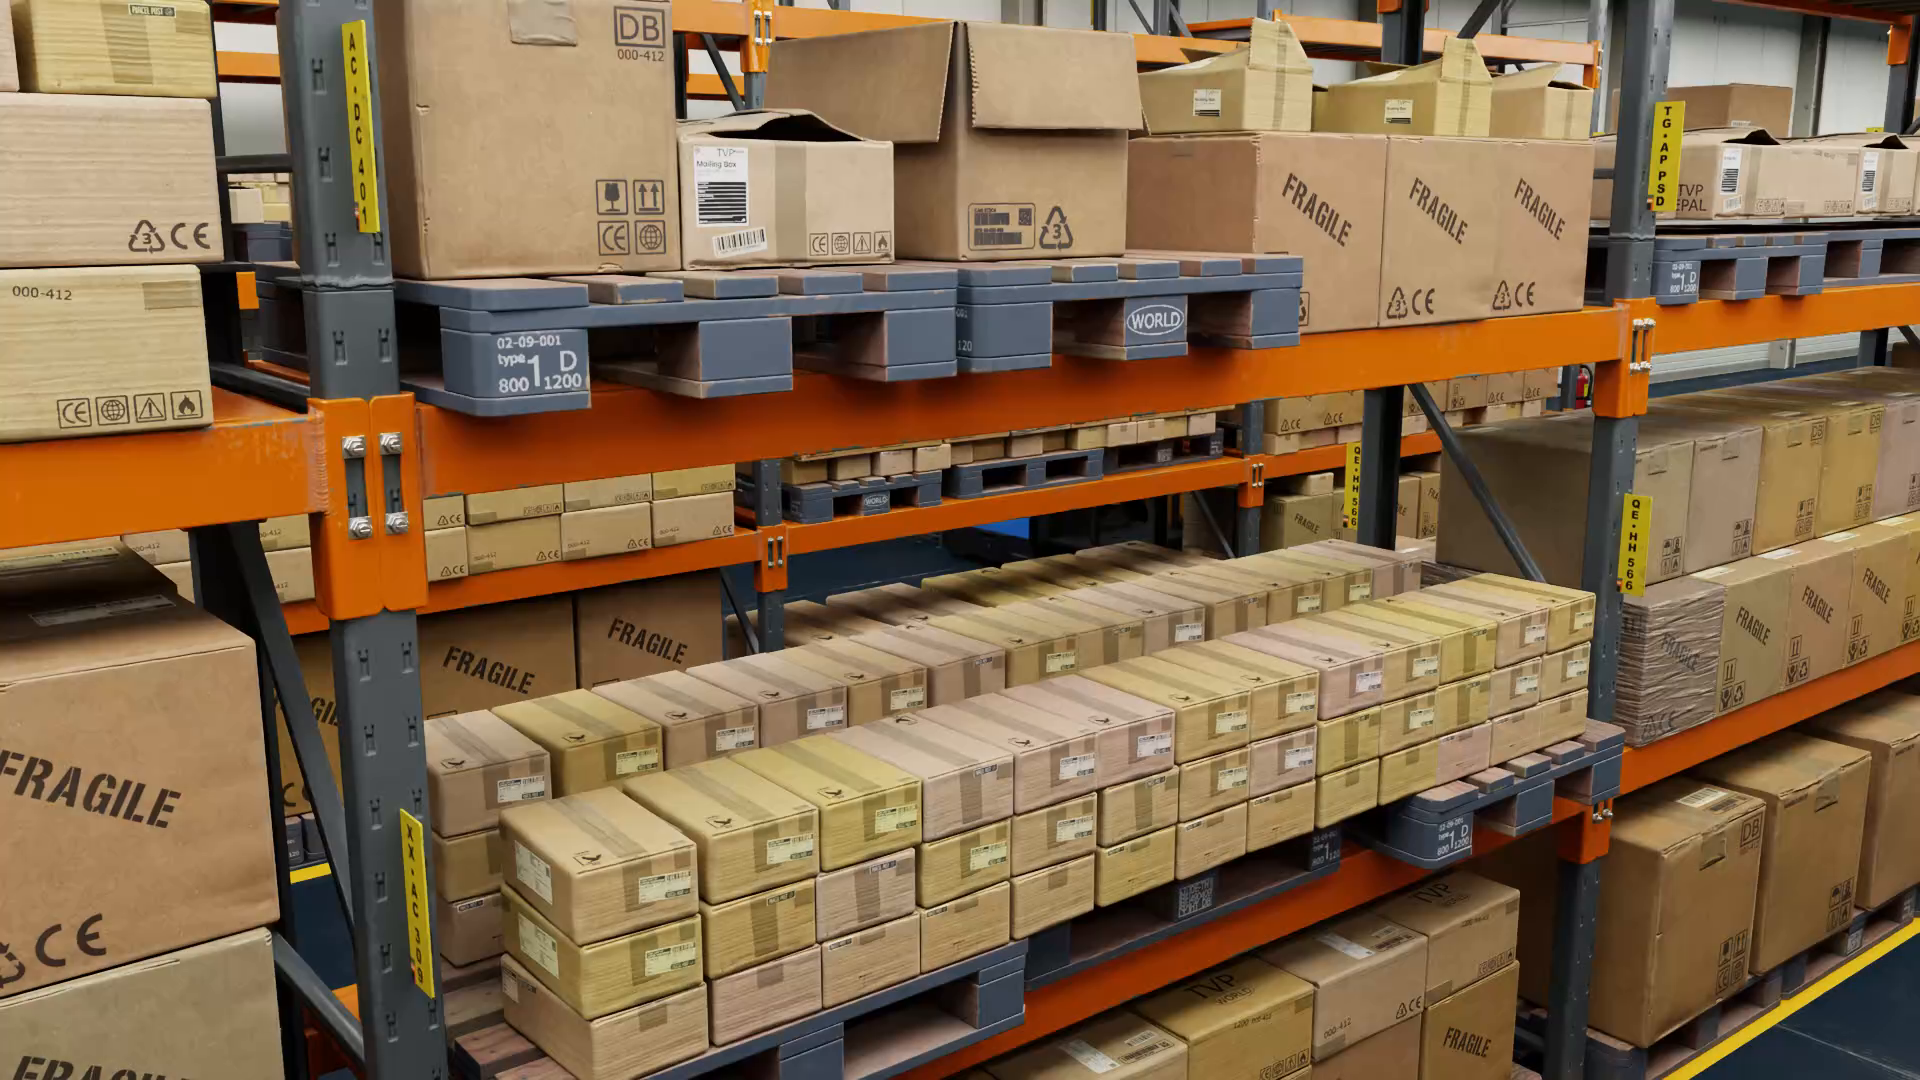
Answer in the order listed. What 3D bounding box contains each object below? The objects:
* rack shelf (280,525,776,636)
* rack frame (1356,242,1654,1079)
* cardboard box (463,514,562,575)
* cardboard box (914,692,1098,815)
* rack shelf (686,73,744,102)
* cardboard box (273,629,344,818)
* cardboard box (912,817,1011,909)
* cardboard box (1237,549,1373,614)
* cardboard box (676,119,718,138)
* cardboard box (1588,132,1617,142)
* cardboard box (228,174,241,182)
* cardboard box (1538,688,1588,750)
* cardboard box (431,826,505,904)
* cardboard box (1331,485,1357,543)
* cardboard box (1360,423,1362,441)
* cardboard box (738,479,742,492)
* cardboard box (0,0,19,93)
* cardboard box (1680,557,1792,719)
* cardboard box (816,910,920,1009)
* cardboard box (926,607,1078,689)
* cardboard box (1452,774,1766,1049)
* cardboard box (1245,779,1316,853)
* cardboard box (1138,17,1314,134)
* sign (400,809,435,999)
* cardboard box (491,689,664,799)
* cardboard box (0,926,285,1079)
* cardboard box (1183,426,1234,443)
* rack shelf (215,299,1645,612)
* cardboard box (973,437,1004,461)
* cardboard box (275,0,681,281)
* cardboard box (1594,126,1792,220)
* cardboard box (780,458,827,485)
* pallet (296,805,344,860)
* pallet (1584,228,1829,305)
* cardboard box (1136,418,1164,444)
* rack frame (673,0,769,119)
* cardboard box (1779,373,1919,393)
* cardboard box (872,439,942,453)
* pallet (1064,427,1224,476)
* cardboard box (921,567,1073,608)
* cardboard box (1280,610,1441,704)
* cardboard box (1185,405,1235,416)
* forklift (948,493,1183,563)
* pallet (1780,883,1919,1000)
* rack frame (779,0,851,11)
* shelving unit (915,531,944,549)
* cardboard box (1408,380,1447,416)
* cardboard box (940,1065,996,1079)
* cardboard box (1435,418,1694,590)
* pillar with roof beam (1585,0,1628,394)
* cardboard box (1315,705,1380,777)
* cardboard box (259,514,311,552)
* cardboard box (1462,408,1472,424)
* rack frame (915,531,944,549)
[{"bbox_3d":[-2.912,0.279,8.446,4.000,0.370,1.077,-9,15,-38],"label":"rack shelf"},{"bbox_3d":[1.821,0.457,5.874,0.127,3.000,1.000,-9,15,-38],"label":"rack frame"},{"bbox_3d":[-2.376,-0.020,8.482,0.500,0.250,0.500,-10,15,-38],"label":"cardboard box"},{"bbox_3d":[0.104,0.491,3.877,0.250,0.149,0.380,-10,15,-38],"label":"cardboard box"},{"bbox_3d":[-2.893,-3.783,14.098,4.000,0.370,1.077,-9,15,-38],"label":"rack shelf"},{"bbox_3d":[-3.339,0.809,8.324,0.875,0.875,0.875,-9,15,-36],"label":"cardboard box"},{"bbox_3d":[-0.103,0.671,3.748,0.250,0.149,0.380,-10,16,-40],"label":"cardboard box"},{"bbox_3d":[1.131,0.148,5.494,0.250,0.149,0.380,-10,16,-39],"label":"cardboard box"},{"bbox_3d":[-1.551,-1.982,8.882,0.637,0.503,0.797,-11,16,-41],"label":"cardboard box"},{"bbox_3d":[2.449,-1.405,6.386,0.500,0.311,0.500,-9,15,-38],"label":"cardboard box"},{"bbox_3d":[-5.356,-2.643,11.941,0.250,0.149,0.380,-10,15,-39],"label":"cardboard box"},{"bbox_3d":[1.723,0.514,5.204,0.250,0.149,0.380,-9,15,-37],"label":"cardboard box"},{"bbox_3d":[-1.115,0.665,3.775,0.250,0.149,0.380,-9,15,-36],"label":"cardboard box"},{"bbox_3d":[2.813,-0.183,12.692,0.500,0.500,0.500,-9,15,-35],"label":"cardboard box"},{"bbox_3d":[2.976,-0.864,12.702,0.250,0.149,0.380,-10,15,-38],"label":"cardboard box"},{"bbox_3d":[-2.342,-0.531,15.234,0.625,0.625,0.875,-10,15,-38],"label":"cardboard box"},{"bbox_3d":[-1.577,-0.736,2.471,0.250,0.149,0.380,-9,15,-36],"label":"cardboard box"},{"bbox_3d":[2.735,0.328,6.245,0.500,0.500,0.500,-10,15,-38],"label":"cardboard box"},{"bbox_3d":[-0.297,0.849,3.625,0.250,0.149,0.380,-9,15,-37],"label":"cardboard box"},{"bbox_3d":[0.116,0.315,4.706,0.250,0.149,0.380,-10,15,-38],"label":"cardboard box"},{"bbox_3d":[2.352,1.288,6.367,0.750,0.750,1.050,-10,15,-38],"label":"cardboard box"},{"bbox_3d":[0.718,0.679,4.424,0.250,0.149,0.380,-9,15,-36],"label":"cardboard box"},{"bbox_3d":[0.676,-1.168,4.225,0.258,0.266,0.396,-9,15,-38],"label":"cardboard box"},{"bbox_3d":[-0.958,0.640,2.930,0.005,0.325,0.100,-9,15,-38],"label":"sign"},{"bbox_3d":[-0.902,0.484,3.910,0.250,0.149,0.380,-10,16,-39],"label":"cardboard box"},{"bbox_3d":[-1.504,0.891,2.877,0.500,0.500,0.500,-9,15,-38],"label":"cardboard box"},{"bbox_3d":[1.833,-0.820,12.493,0.250,0.149,0.380,-10,15,-38],"label":"cardboard box"},{"bbox_3d":[0.259,-0.398,4.415,4.000,0.370,1.077,-9,15,-38],"label":"rack shelf"},{"bbox_3d":[0.067,-0.605,10.473,0.250,0.149,0.380,-9,15,-35],"label":"cardboard box"},{"bbox_3d":[-0.938,-0.776,3.212,0.500,0.500,0.700,-9,15,-38],"label":"cardboard box"},{"bbox_3d":[2.523,-1.279,5.792,0.500,0.311,0.500,-9,15,-38],"label":"cardboard box"},{"bbox_3d":[-0.981,-0.427,9.632,0.250,0.149,0.380,-11,16,-41],"label":"cardboard box"},{"bbox_3d":[-2.965,1.279,8.717,1.213,0.211,1.003,-9,15,-38],"label":"pallet"},{"bbox_3d":[2.290,-1.010,6.016,1.003,0.211,1.213,-9,15,-35],"label":"pallet"},{"bbox_3d":[1.148,-0.752,11.162,0.250,0.149,0.380,-10,15,-39],"label":"cardboard box"},{"bbox_3d":[-1.351,-3.267,8.970,0.127,3.000,1.000,-9,15,-38],"label":"rack frame"},{"bbox_3d":[4.160,-0.467,7.580,0.500,0.500,0.700,-10,15,-39],"label":"cardboard box"},{"bbox_3d":[-0.452,-0.822,9.930,0.500,0.500,0.500,-8,15,-35],"label":"cardboard box"},{"bbox_3d":[1.085,-0.682,11.701,1.213,0.211,1.003,-9,15,-38],"label":"pallet"},{"bbox_3d":[0.264,0.481,11.076,0.625,0.372,0.950,-9,15,-36],"label":"cardboard box"},{"bbox_3d":[1.116,0.323,4.667,0.250,0.149,0.380,-9,15,-36],"label":"cardboard box"},{"bbox_3d":[1.555,-1.154,11.495,0.500,0.500,0.500,-10,15,-39],"label":"cardboard box"},{"bbox_3d":[1.256,-1.139,13.559,1.130,2.935,3.031,-11,16,-41],"label":"forklift"},{"bbox_3d":[3.435,1.574,7.329,1.213,0.211,1.003,-9,15,-38],"label":"pallet"},{"bbox_3d":[-1.331,-4.590,15.203,0.127,3.000,1.000,-9,15,-38],"label":"rack frame"},{"bbox_3d":[0.005,-0.735,15.098,0.755,1.500,0.431,-9,15,-38],"label":"shelving unit"},{"bbox_3d":[3.450,-1.258,12.998,0.500,0.500,0.500,-9,15,-37],"label":"cardboard box"},{"bbox_3d":[-0.146,1.504,4.145,0.500,0.250,0.500,-9,15,-36],"label":"cardboard box"},{"bbox_3d":[2.177,-0.137,6.026,0.500,0.500,0.700,-10,15,-38],"label":"cardboard box"},{"bbox_3d":[12.745,-6.024,21.955,0.400,9.000,9.100,-9,15,-38],"label":"pillar with roof beam"},{"bbox_3d":[0.917,0.501,4.546,0.250,0.149,0.380,-10,15,-38],"label":"cardboard box"},{"bbox_3d":[-3.154,-0.129,7.794,0.500,0.250,0.500,-9,15,-37],"label":"cardboard box"},{"bbox_3d":[3.926,-1.035,13.507,0.250,0.149,0.380,-9,15,-37],"label":"cardboard box"},{"bbox_3d":[-0.281,-0.687,14.875,0.023,1.500,0.400,-9,15,-38],"label":"rack frame"}]
